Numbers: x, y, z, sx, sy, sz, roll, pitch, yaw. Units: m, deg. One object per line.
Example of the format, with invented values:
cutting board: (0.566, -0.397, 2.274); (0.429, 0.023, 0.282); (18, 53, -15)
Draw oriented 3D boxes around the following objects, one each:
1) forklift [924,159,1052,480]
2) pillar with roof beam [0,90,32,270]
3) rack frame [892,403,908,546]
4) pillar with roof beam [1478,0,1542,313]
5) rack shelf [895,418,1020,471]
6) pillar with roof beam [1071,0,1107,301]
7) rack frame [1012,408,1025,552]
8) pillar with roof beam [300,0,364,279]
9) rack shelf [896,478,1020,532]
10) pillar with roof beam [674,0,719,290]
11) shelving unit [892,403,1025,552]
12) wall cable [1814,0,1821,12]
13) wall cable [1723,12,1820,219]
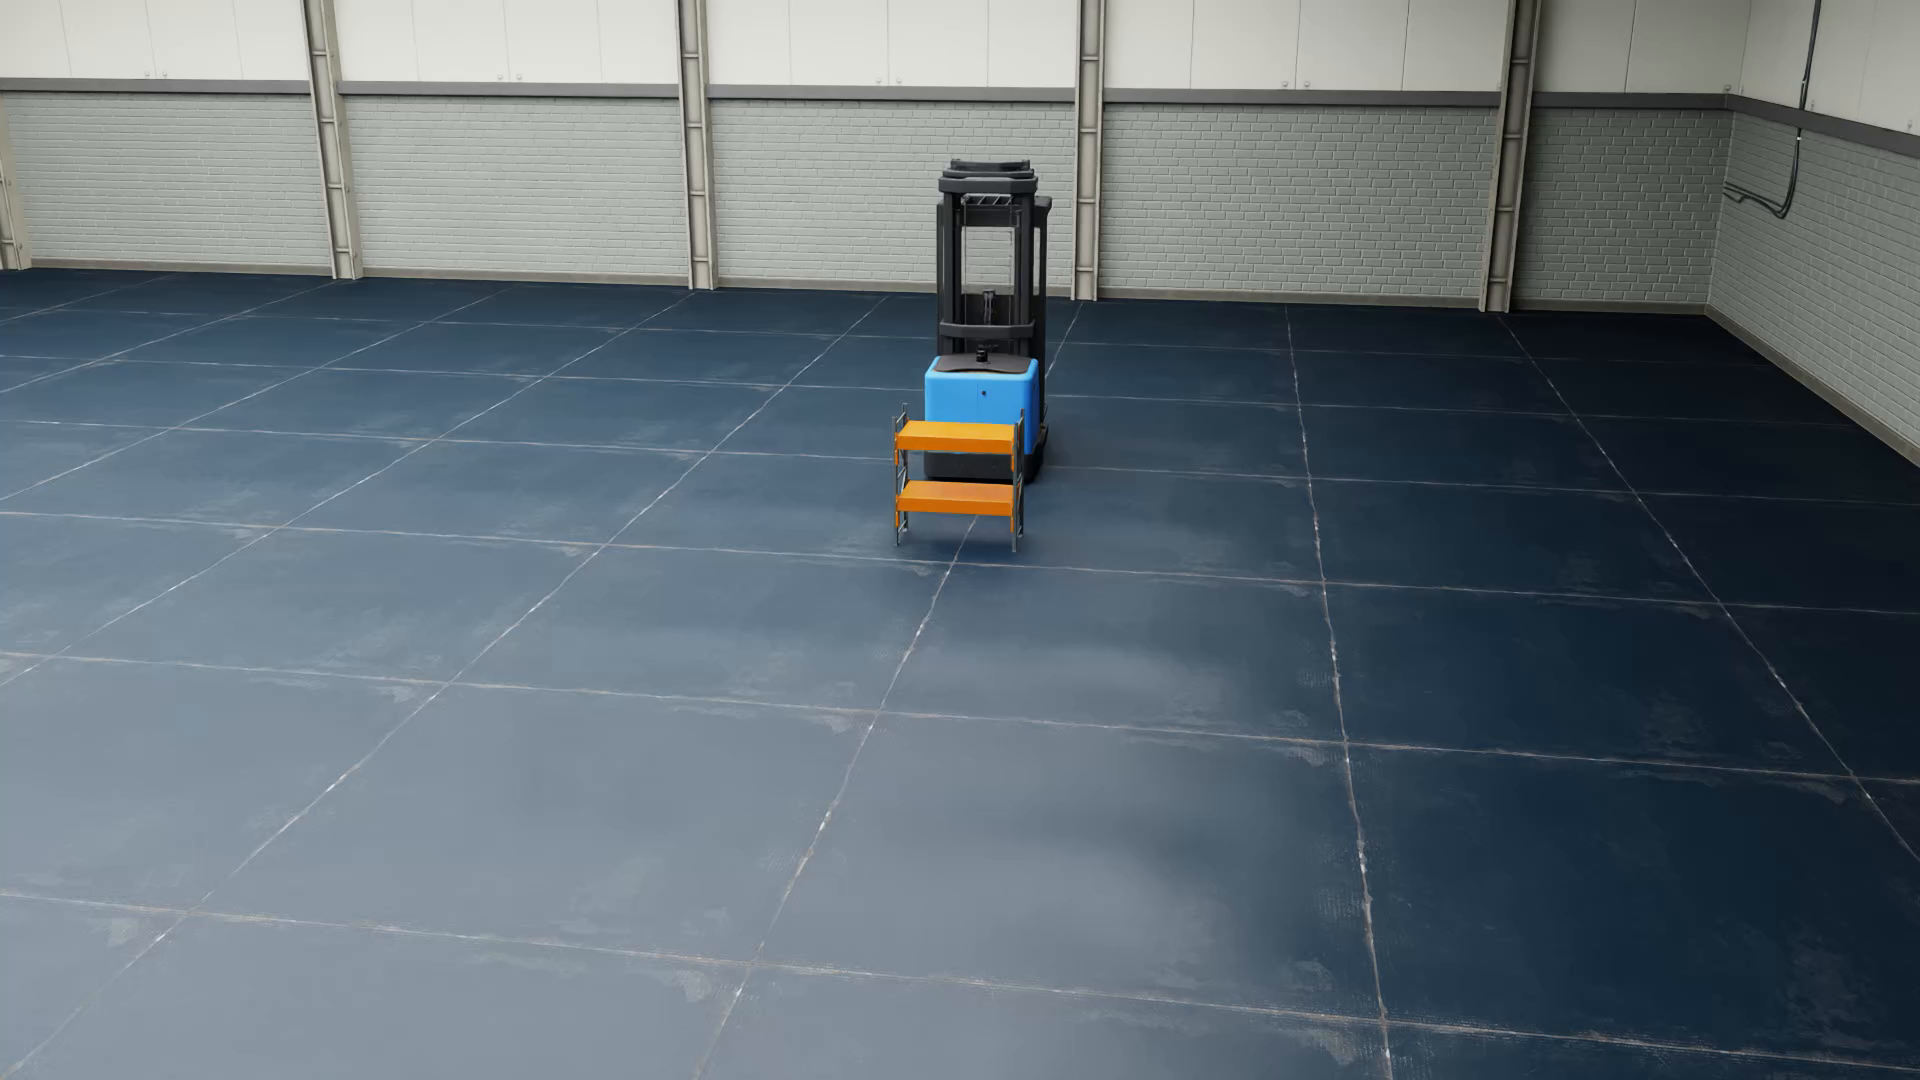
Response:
forklift: (0.340, -2.385, 16.813); (1.130, 2.935, 3.031); (2, 19, 6)
pillar with roof beam: (-16.559, -7.495, 22.522); (0.400, 9.000, 9.100); (3, 19, 9)
rack frame: (-0.509, -0.559, 14.202); (0.032, 1.125, 0.500); (3, 19, 9)
pillar with roof beam: (7.137, -6.287, 18.912); (0.400, 9.000, 9.100); (3, 19, 9)
rack shelf: (-0.007, -0.811, 14.033); (1.000, 0.278, 0.538); (3, 19, 9)
pillar with roof beam: (1.213, -6.589, 19.815); (0.400, 9.000, 9.100); (3, 19, 9)
rack frame: (0.495, -0.508, 14.049); (0.032, 1.125, 0.500); (3, 19, 9)
pillar with roof beam: (-10.635, -7.193, 21.620); (0.400, 9.000, 9.100); (3, 19, 9)
rack shelf: (-0.007, -0.302, 14.203); (1.000, 0.278, 0.538); (3, 19, 9)
pillar with roof beam: (-4.711, -6.891, 20.717); (0.400, 9.000, 9.100); (3, 19, 9)
shelving unit: (-0.007, -0.534, 14.126); (1.048, 1.125, 0.538); (3, 19, 9)
wall cable: (10.089, -7.149, 18.420); (0.112, 2.526, 3.097); (3, 19, 9)
wall cable: (10.518, -5.601, 21.754); (0.112, 2.526, 3.097); (3, 19, 9)
